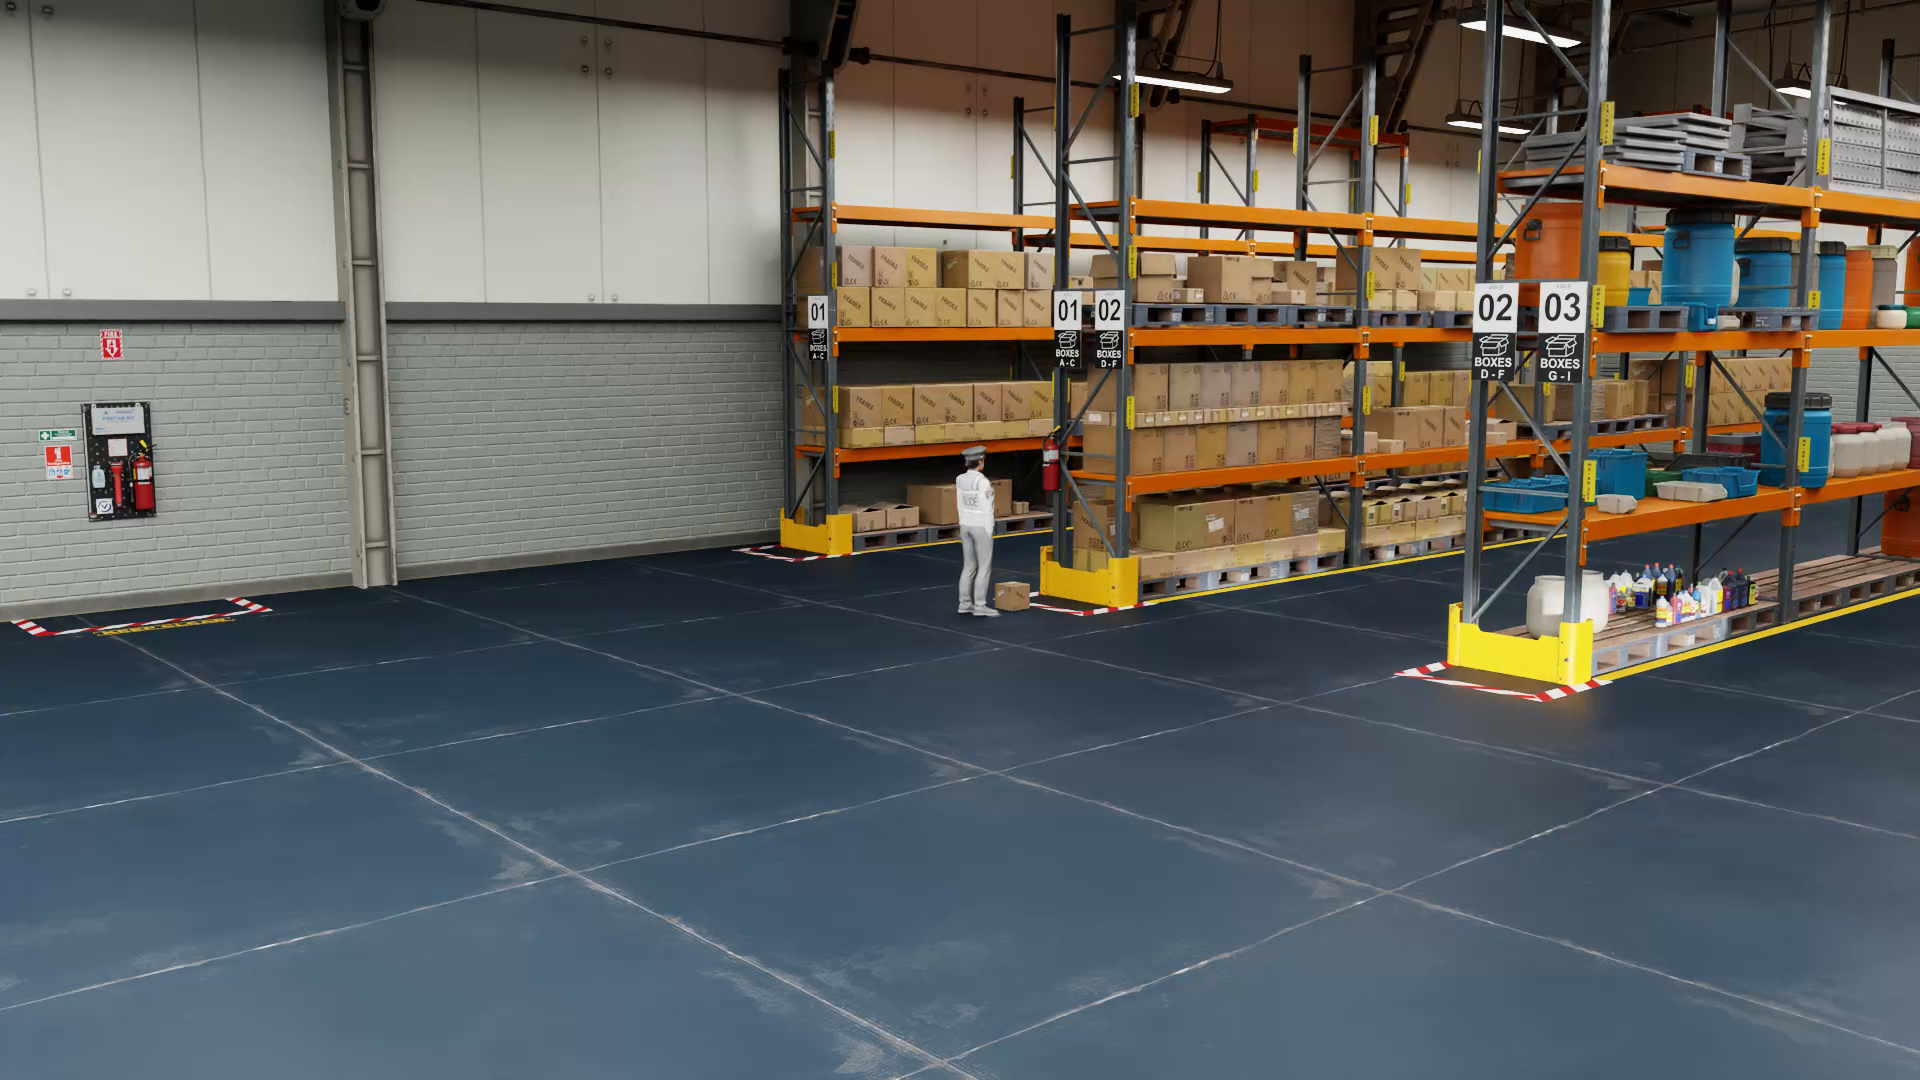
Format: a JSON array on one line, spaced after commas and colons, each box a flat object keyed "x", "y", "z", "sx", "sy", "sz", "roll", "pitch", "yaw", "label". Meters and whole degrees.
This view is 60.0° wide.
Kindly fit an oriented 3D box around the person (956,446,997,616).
[{"x": 0.168, "y": -0.091, "z": 16.472, "sx": 0.329, "sy": 1.671, "sz": 0.468, "roll": -6, "pitch": 10, "yaw": -40, "label": "person"}]
